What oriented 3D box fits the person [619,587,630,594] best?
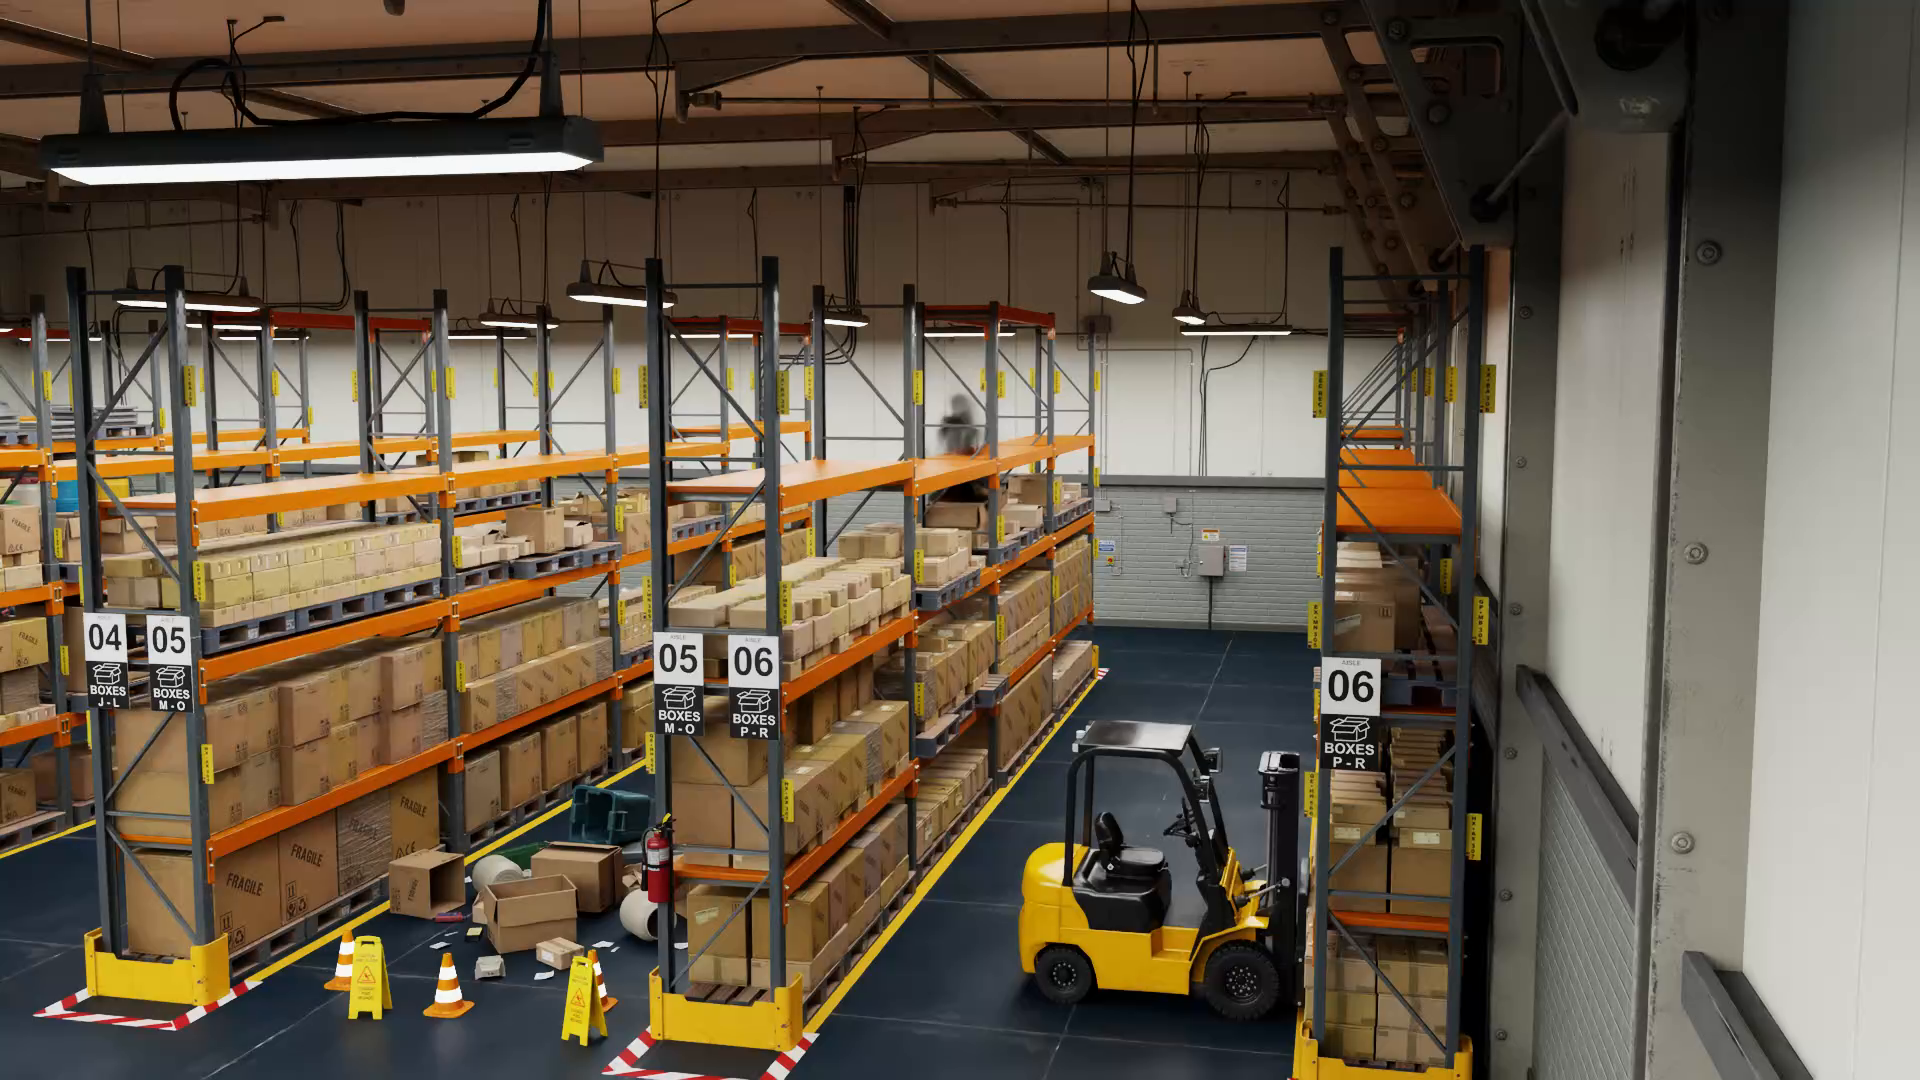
[{"bbox_3d":[-5.334,1.589,27.307,0.706,1.729,1.040,1,6,10],"label":"person"}]
